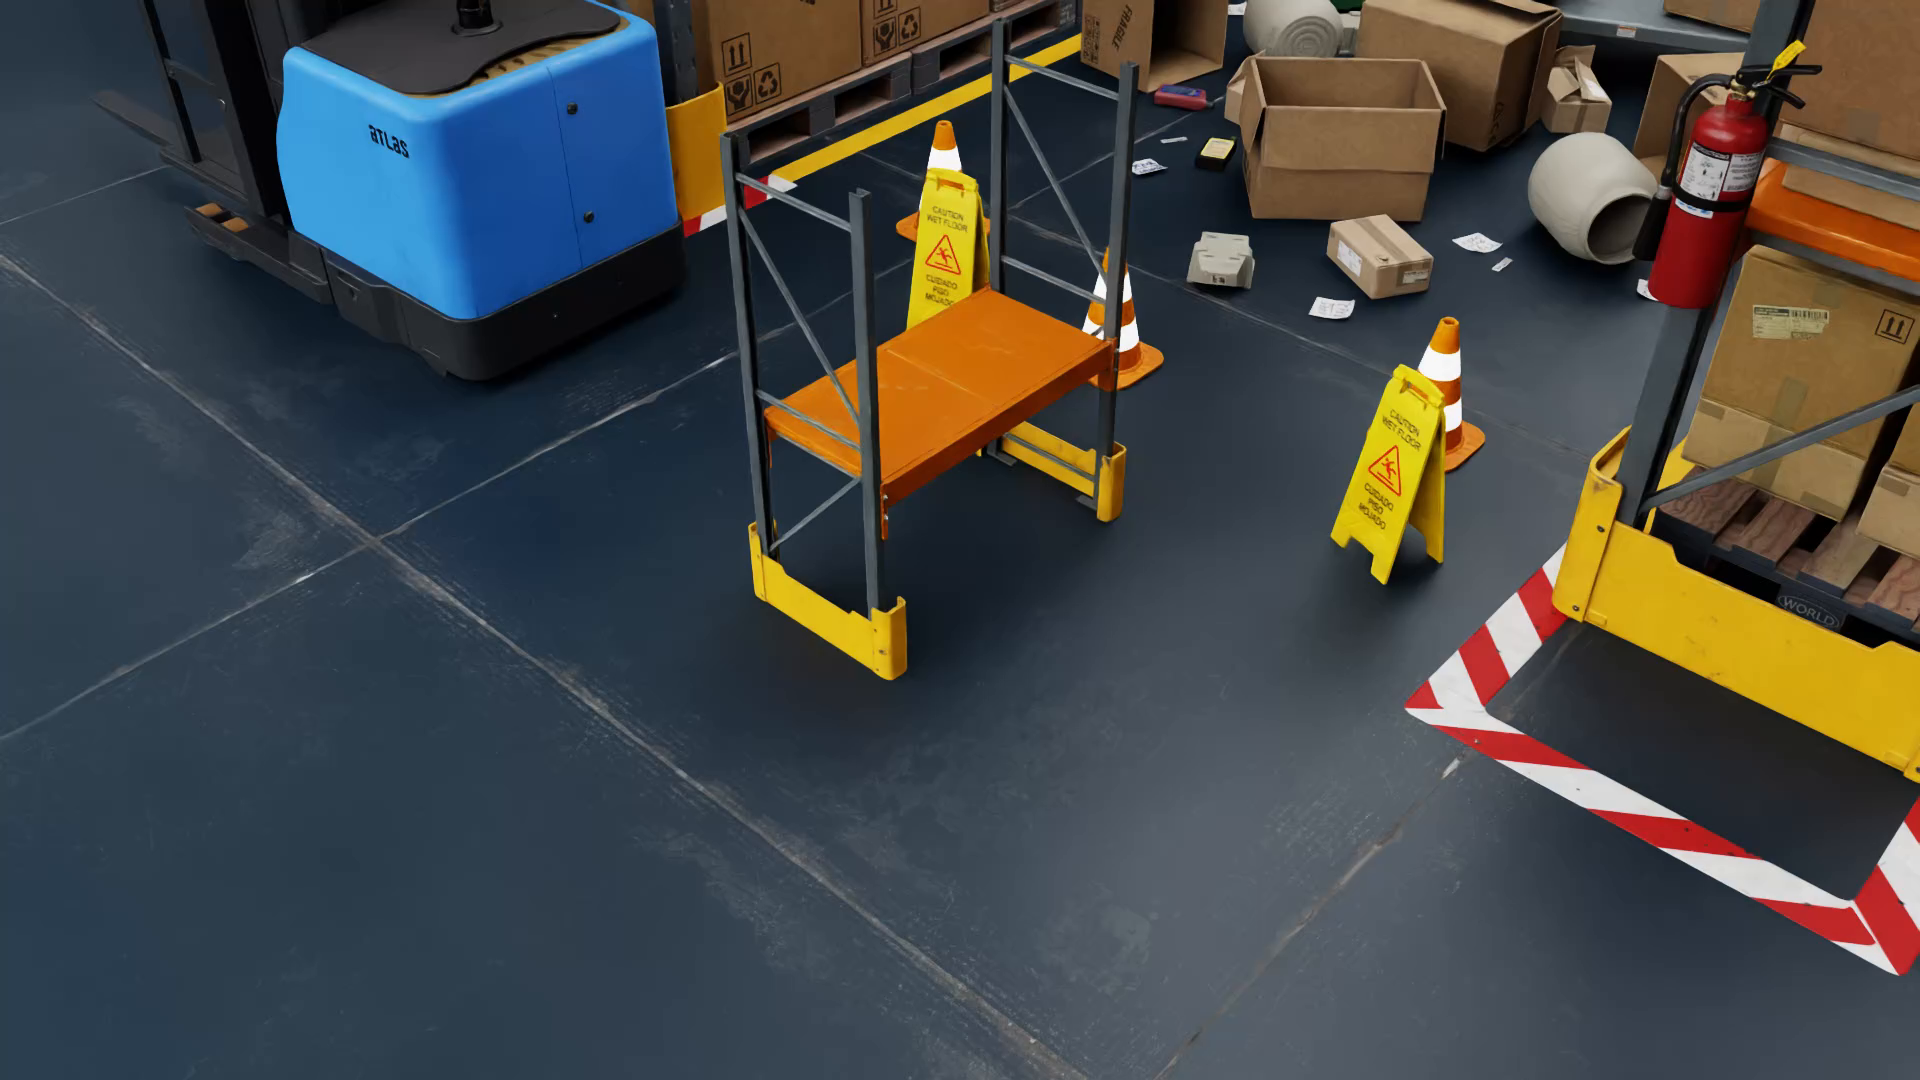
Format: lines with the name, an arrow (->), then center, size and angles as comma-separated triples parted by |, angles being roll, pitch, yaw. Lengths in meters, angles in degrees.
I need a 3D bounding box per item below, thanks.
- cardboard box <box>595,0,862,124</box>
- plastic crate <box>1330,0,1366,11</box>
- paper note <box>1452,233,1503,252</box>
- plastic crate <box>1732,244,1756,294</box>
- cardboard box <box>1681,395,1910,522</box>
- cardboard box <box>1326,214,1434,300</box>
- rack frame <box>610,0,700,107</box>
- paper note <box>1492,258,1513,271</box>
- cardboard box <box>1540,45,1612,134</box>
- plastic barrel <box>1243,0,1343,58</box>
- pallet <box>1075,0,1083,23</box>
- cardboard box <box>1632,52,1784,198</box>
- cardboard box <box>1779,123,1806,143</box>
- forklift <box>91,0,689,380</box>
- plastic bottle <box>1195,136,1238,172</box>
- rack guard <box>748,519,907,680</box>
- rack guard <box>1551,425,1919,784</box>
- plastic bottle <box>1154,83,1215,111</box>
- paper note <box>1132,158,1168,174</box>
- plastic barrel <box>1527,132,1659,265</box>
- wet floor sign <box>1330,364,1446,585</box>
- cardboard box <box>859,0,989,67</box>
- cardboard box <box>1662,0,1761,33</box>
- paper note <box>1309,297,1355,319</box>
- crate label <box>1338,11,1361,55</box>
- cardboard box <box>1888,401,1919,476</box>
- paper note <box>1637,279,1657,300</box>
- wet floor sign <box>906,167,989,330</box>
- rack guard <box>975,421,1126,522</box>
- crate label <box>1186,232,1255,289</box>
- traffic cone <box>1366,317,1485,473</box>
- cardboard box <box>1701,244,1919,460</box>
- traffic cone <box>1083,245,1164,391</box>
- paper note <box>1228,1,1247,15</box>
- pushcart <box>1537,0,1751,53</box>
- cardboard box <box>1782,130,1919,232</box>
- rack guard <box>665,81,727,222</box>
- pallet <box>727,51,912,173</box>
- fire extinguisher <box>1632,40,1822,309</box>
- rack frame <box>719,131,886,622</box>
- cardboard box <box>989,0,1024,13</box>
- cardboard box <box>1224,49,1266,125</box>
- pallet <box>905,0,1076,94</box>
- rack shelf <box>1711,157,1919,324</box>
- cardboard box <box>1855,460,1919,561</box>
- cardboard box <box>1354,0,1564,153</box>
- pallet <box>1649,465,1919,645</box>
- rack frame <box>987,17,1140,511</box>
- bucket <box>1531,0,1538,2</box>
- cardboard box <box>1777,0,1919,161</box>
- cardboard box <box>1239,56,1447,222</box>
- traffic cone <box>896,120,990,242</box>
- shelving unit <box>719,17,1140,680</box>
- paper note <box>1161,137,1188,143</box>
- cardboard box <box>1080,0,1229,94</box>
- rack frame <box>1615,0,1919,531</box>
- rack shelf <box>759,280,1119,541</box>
cardboard box -> -1.060, -2.485, 7.334 | 0.875, 0.875, 0.875 | 30, 47, 32
plastic crate -> 2.079, -2.942, 8.753 | 0.662, 0.188, 0.450 | -11, 30, -14
paper note -> 2.105, -1.211, 6.758 | 0.142, 0.019, 0.148 | -18, 42, -21
plastic crate -> 3.287, -1.099, 6.567 | 0.402, 0.080, 0.583 | 14, 41, 17
cardboard box -> 2.616, -0.364, 5.170 | 0.500, 0.250, 0.500 | 29, 47, 32
cardboard box -> 1.646, -1.115, 6.532 | 0.250, 0.149, 0.380 | -11, 40, -14
rack frame -> -1.469, -2.813, 6.377 | 1.000, 3.000, 0.127 | 30, 47, 32
paper note -> 2.160, -1.097, 6.621 | 0.032, 0.001, 0.123 | 30, 47, 32
cardboard box -> 2.818, -2.075, 7.646 | 0.258, 0.266, 0.396 | 2, 39, 2
plastic barrel -> 1.596, -2.477, 8.024 | 0.421, 0.421, 0.512 | -5, 39, -6
pallet -> 0.659, -3.242, 9.158 | 1.003, 0.211, 1.213 | 30, 47, 32
cardboard box -> 3.224, -1.720, 7.009 | 0.500, 0.500, 0.500 | -5, 39, -6
cardboard box -> 2.436, -1.107, 4.434 | 0.380, 0.149, 0.250 | 29, 47, 31
forklift -> -2.492, -2.486, 6.021 | 3.031, 2.935, 1.130 | 28, 46, 31
plastic bottle -> 1.142, -1.723, 7.368 | 0.133, 0.061, 0.283 | 14, 41, 17
rack guard -> -0.387, 0.166, 4.840 | 0.587, 0.250, 0.087 | 30, 47, 32
rack guard -> 2.304, 0.163, 4.643 | 1.175, 0.500, 0.348 | 30, 47, 32
plastic bottle -> 1.065, -2.075, 7.811 | 0.283, 0.061, 0.133 | 14, 41, 17
paper note -> 0.814, -1.638, 7.287 | 0.142, 0.017, 0.144 | -18, 42, -21
plastic barrel -> 2.529, -1.357, 6.616 | 0.421, 0.421, 0.512 | -5, 39, -6
wet floor sign -> 1.335, -0.221, 5.010 | 0.232, 0.644, 0.267 | -18, 42, -21
cardboard box -> -0.468, -2.890, 7.844 | 0.875, 0.875, 0.875 | 29, 47, 31
cardboard box -> 3.617, -2.670, 7.598 | 0.500, 0.500, 0.500 | 30, 47, 32
paper note -> 1.421, -0.889, 6.343 | 0.148, 0.019, 0.142 | 14, 41, 17
crate label -> 1.961, -2.550, 8.347 | 0.298, 0.136, 0.250 | 2, 39, 2
cardboard box -> 3.017, -0.428, 4.647 | 0.500, 0.500, 0.500 | 28, 46, 31
paper note -> 2.704, -0.973, 6.449 | 0.142, 0.019, 0.148 | 14, 41, 17
wet floor sign -> -0.027, -1.046, 6.048 | 0.267, 0.644, 0.232 | 22, 43, 25
rack guard -> 0.285, -0.292, 5.416 | 0.587, 0.250, 0.087 | 30, 47, 32
crate label -> 1.027, -1.096, 6.519 | 0.250, 0.136, 0.298 | 8, 39, 10
traffic cone -> 1.591, -0.527, 5.541 | 0.336, 0.463, 0.334 | 30, 47, 32
cardboard box -> 2.601, -0.640, 4.914 | 0.500, 0.500, 0.500 | 30, 47, 32
traffic cone -> 0.542, -0.837, 5.930 | 0.336, 0.463, 0.334 | 30, 47, 32
paper note -> 1.444, -2.799, 8.745 | 0.147, 0.020, 0.142 | 2, 39, 2
pushcart -> 3.235, -2.526, 8.124 | 1.648, 0.377, 0.936 | 14, 41, 17
cardboard box -> 2.347, -0.944, 4.229 | 0.380, 0.149, 0.250 | 31, 48, 33
rack guard -> -1.485, -1.823, 7.141 | 1.175, 0.500, 0.348 | 30, 47, 32
pallet -> -0.987, -2.121, 7.748 | 1.003, 0.211, 1.213 | 30, 47, 32
fire extinguisher -> 1.835, -0.891, 4.023 | 0.296, 0.674, 0.183 | 30, 47, 32
rack frame -> -0.400, -0.314, 4.440 | 0.500, 1.500, 0.032 | 30, 47, 32
cardboard box -> 0.148, -3.308, 8.369 | 0.875, 0.875, 0.875 | 30, 47, 32
cardboard box -> 1.429, -2.017, 7.573 | 0.258, 0.266, 0.396 | -26, 45, -29
pallet -> -0.164, -2.679, 8.450 | 1.003, 0.211, 1.213 | 30, 47, 32
rack shelf -> 3.602, -1.418, 5.201 | 1.077, 0.370, 4.000 | 30, 47, 32
cardboard box -> 3.001, -0.123, 4.867 | 0.500, 0.250, 0.500 | 29, 47, 32
cardboard box -> 2.194, -2.160, 7.453 | 0.797, 0.637, 0.503 | 30, 47, 32
pallet -> 2.878, -0.082, 5.184 | 1.003, 0.211, 1.213 | 30, 47, 32
rack frame -> 0.285, -0.781, 5.028 | 0.500, 1.500, 0.032 | 30, 47, 32
bucket -> 2.839, -2.933, 7.938 | 0.620, 0.611, 0.726 | -10, 38, -28
cardboard box -> 2.416, -1.301, 4.157 | 0.500, 0.500, 0.500 | 29, 47, 31
cardboard box -> 1.569, -1.673, 6.950 | 0.797, 0.503, 0.637 | 2, 39, 2
traffic cone -> -0.063, -1.467, 6.724 | 0.336, 0.463, 0.334 | 30, 47, 32
shelving unit -> -0.051, -0.552, 4.739 | 0.587, 1.500, 1.083 | 30, 47, 32
paper note -> 0.969, -1.808, 7.516 | 0.123, 0.001, 0.032 | -11, 40, -14
cardboard box -> 0.940, -2.529, 8.027 | 0.500, 0.500, 0.500 | -26, 45, -29
rack frame -> 2.253, -0.781, 3.822 | 1.000, 3.000, 0.127 | 30, 47, 32
rack shelf -> -0.058, -0.407, 4.846 | 0.538, 0.185, 1.000 | 30, 47, 32
